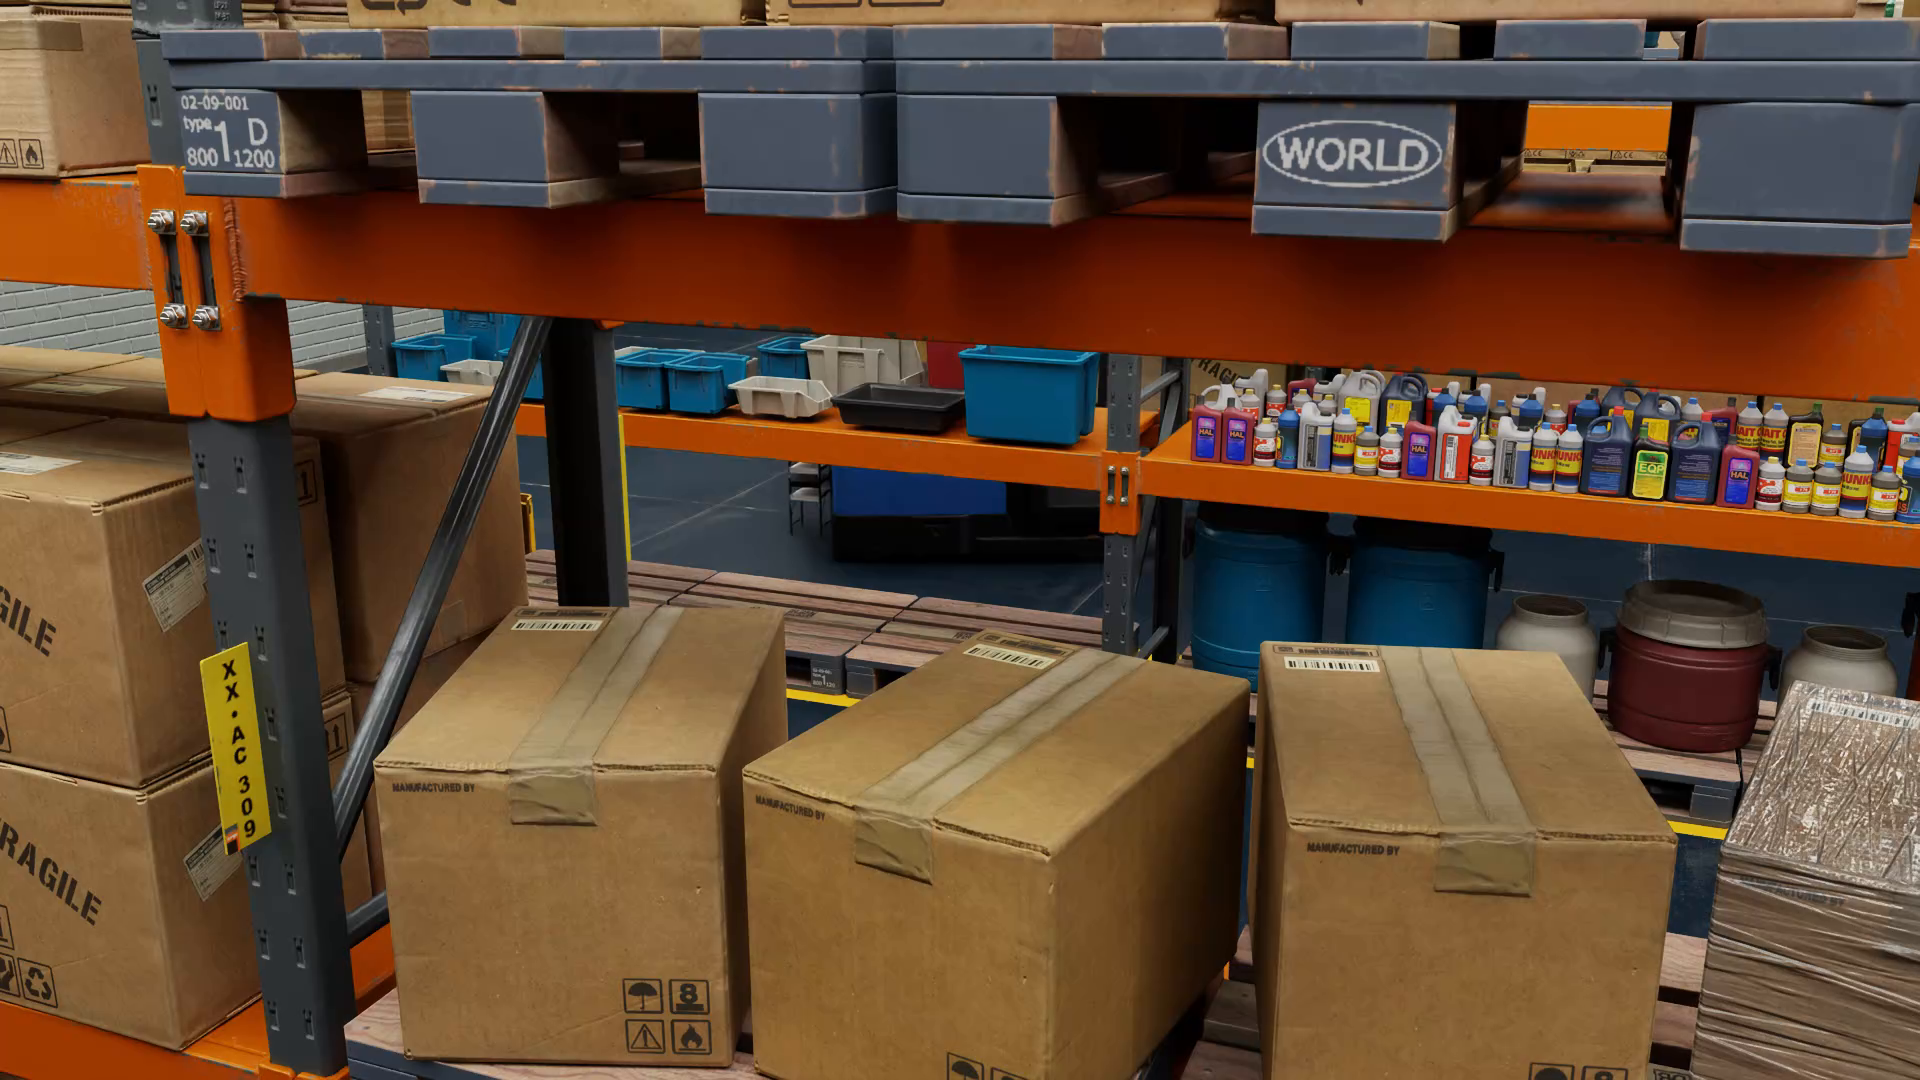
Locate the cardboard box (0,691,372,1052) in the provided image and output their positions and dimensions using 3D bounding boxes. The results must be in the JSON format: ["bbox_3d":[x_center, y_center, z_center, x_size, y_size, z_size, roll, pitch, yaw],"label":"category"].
[{"bbox_3d":[-1.501,0.569,3.153,0.500,0.500,0.500,7,17,22],"label":"cardboard box"}]

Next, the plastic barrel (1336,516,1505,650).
[{"bbox_3d":[2.038,0.256,7.421,0.708,0.901,0.600,6,17,21],"label":"plastic barrel"}]

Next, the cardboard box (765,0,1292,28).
[{"bbox_3d":[0.130,-1.003,2.257,0.600,0.600,0.600,6,17,20],"label":"cardboard box"}]

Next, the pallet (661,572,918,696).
[{"bbox_3d":[-0.958,0.467,8.685,1.213,0.211,1.003,6,17,21],"label":"pallet"}]

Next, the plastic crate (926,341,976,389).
[{"bbox_3d":[0.141,-0.898,8.165,0.583,0.464,0.402,6,17,21],"label":"plastic crate"}]

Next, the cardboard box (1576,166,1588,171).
[{"bbox_3d":[6.017,-3.512,16.022,0.250,0.149,0.380,6,17,19],"label":"cardboard box"}]

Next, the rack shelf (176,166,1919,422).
[{"bbox_3d":[0.919,-0.288,2.197,4.000,0.370,1.077,6,17,21],"label":"rack shelf"}]

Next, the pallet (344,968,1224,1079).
[{"bbox_3d":[-0.238,0.804,2.867,1.213,0.211,1.003,6,17,21],"label":"pallet"}]

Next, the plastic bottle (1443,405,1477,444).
[{"bbox_3d":[2.088,-0.421,6.967,0.135,0.276,0.152,6,17,21],"label":"plastic bottle"}]

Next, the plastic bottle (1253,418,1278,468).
[{"bbox_3d":[1.302,-0.418,7.090,0.097,0.201,0.097,0,16,0],"label":"plastic bottle"}]

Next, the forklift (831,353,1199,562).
[{"bbox_3d":[0.701,-1.419,10.305,3.031,2.935,1.130,-1,16,-3],"label":"forklift"}]

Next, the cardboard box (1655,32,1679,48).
[{"bbox_3d":[4.510,-3.453,10.869,0.637,0.503,0.797,6,17,20],"label":"cardboard box"}]

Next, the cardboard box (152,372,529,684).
[{"bbox_3d":[-1.276,-0.047,3.484,0.500,0.500,0.500,7,18,22],"label":"cardboard box"}]

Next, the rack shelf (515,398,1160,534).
[{"bbox_3d":[-0.981,-0.541,8.449,4.000,0.370,1.077,6,17,21],"label":"rack shelf"}]

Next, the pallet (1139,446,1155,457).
[{"bbox_3d":[2.018,-0.726,12.795,1.213,0.211,1.003,6,17,21],"label":"pallet"}]

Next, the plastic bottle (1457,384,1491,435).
[{"bbox_3d":[2.299,-0.564,7.457,0.135,0.276,0.152,6,17,21],"label":"plastic bottle"}]

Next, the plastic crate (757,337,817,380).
[{"bbox_3d":[-0.837,-0.896,8.574,0.300,0.233,0.416,6,17,21],"label":"plastic crate"}]

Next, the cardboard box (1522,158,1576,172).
[{"bbox_3d":[3.928,-2.360,11.445,0.637,0.503,0.797,6,17,21],"label":"cardboard box"}]

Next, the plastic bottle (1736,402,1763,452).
[{"bbox_3d":[3.359,-0.453,7.084,0.097,0.271,0.097,0,16,0],"label":"plastic bottle"}]

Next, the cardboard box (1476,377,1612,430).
[{"bbox_3d":[4.131,-0.997,11.784,0.875,0.875,1.225,6,17,19],"label":"cardboard box"}]

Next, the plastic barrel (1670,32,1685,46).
[{"bbox_3d":[2.896,-2.123,6.229,0.433,0.535,0.433,0,16,0],"label":"plastic barrel"}]

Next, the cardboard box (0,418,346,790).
[{"bbox_3d":[-1.507,0.089,3.013,0.500,0.500,0.500,6,17,21],"label":"cardboard box"}]

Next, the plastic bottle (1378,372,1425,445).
[{"bbox_3d":[1.974,-0.593,7.425,0.185,0.351,0.144,6,17,21],"label":"plastic bottle"}]

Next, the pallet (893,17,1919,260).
[{"bbox_3d":[0.605,-0.558,2.173,1.003,0.211,1.213,6,17,21],"label":"pallet"}]

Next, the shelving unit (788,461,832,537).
[{"bbox_3d":[-0.969,-0.488,10.741,0.210,0.900,0.258,4,17,13],"label":"shelving unit"}]

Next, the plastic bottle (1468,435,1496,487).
[{"bbox_3d":[2.130,-0.327,6.776,0.097,0.201,0.097,0,16,0],"label":"plastic bottle"}]

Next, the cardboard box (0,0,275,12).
[{"bbox_3d":[-1.493,-0.986,2.682,0.500,0.250,0.500,6,17,21],"label":"cardboard box"}]

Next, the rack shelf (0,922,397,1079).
[{"bbox_3d":[-2.802,0.743,4.025,4.000,0.370,1.077,6,17,21],"label":"rack shelf"}]

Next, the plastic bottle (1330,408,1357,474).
[{"bbox_3d":[1.609,-0.418,6.964,0.097,0.271,0.097,0,16,0],"label":"plastic bottle"}]

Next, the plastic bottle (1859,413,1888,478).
[{"bbox_3d":[3.766,-0.390,6.867,0.097,0.271,0.097,0,16,0],"label":"plastic bottle"}]

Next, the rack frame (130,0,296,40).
[{"bbox_3d":[-0.941,-2.279,2.383,0.127,3.000,1.000,6,17,21],"label":"rack frame"}]

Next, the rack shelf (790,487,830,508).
[{"bbox_3d":[-0.969,-0.283,10.801,0.200,0.077,0.258,4,17,13],"label":"rack shelf"}]

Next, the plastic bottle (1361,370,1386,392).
[{"bbox_3d":[1.855,-0.649,7.619,0.185,0.351,0.144,6,17,21],"label":"plastic bottle"}]

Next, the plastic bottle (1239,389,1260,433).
[{"bbox_3d":[1.336,-0.596,7.703,0.097,0.201,0.097,0,16,0],"label":"plastic bottle"}]

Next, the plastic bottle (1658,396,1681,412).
[{"bbox_3d":[3.027,-0.484,7.181,0.135,0.276,0.152,6,17,21],"label":"plastic bottle"}]

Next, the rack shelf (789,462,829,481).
[{"bbox_3d":[-0.969,-0.456,10.751,0.200,0.077,0.258,4,17,13],"label":"rack shelf"}]

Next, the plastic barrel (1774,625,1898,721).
[{"bbox_3d":[3.581,0.640,6.799,0.421,0.512,0.421,0,16,0],"label":"plastic barrel"}]

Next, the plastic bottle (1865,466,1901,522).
[{"bbox_3d":[3.481,-0.178,6.264,0.097,0.201,0.097,0,16,0],"label":"plastic bottle"}]

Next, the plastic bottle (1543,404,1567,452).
[{"bbox_3d":[2.633,-0.499,7.369,0.097,0.201,0.097,0,16,0],"label":"plastic bottle"}]

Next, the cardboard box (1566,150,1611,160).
[{"bbox_3d":[7.586,-4.849,20.023,0.500,0.500,0.500,6,17,19],"label":"cardboard box"}]

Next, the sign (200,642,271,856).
[{"bbox_3d":[-1.133,0.328,2.612,0.005,0.325,0.100,6,17,21],"label":"sign"}]

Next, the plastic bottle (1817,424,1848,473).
[{"bbox_3d":[3.664,-0.386,6.978,0.097,0.201,0.097,0,16,0],"label":"plastic bottle"}]

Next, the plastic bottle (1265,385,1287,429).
[{"bbox_3d":[1.483,-0.626,7.805,0.097,0.201,0.097,0,16,0],"label":"plastic bottle"}]

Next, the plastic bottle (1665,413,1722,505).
[{"bbox_3d":[2.872,-0.324,6.498,0.185,0.351,0.144,6,17,21],"label":"plastic bottle"}]

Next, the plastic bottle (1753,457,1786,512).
[{"bbox_3d":[3.119,-0.218,6.402,0.097,0.201,0.097,0,16,0],"label":"plastic bottle"}]

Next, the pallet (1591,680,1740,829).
[{"bbox_3d":[2.721,0.871,7.295,1.213,0.211,1.003,6,17,21],"label":"pallet"}]

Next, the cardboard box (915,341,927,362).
[{"bbox_3d":[-0.399,-1.513,13.562,0.875,0.875,0.875,6,17,21],"label":"cardboard box"}]

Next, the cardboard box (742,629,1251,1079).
[{"bbox_3d":[0.080,0.513,2.595,0.500,0.500,0.700,9,19,29],"label":"cardboard box"}]

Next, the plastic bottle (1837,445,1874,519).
[{"bbox_3d":[3.390,-0.222,6.289,0.097,0.271,0.097,0,16,0],"label":"plastic bottle"}]

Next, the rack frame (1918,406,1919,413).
[{"bbox_3d":[6.418,-1.558,10.659,0.127,3.000,1.000,6,17,21],"label":"rack frame"}]

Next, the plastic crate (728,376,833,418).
[{"bbox_3d":[-0.851,-0.685,8.017,0.466,0.136,0.293,6,17,21],"label":"plastic crate"}]

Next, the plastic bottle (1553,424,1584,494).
[{"bbox_3d":[2.436,-0.327,6.651,0.097,0.271,0.097,0,16,0],"label":"plastic bottle"}]

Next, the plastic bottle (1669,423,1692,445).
[{"bbox_3d":[2.885,-0.321,6.609,0.133,0.283,0.061,6,17,21],"label":"plastic bottle"}]

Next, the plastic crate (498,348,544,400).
[{"bbox_3d":[-2.120,-0.862,8.455,0.300,0.233,0.416,6,17,21],"label":"plastic crate"}]

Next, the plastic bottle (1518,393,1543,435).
[{"bbox_3d":[2.486,-0.503,7.258,0.097,0.271,0.097,0,16,0],"label":"plastic bottle"}]

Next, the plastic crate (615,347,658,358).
[{"bbox_3d":[-1.752,-0.924,8.841,0.243,0.136,0.396,6,17,21],"label":"plastic crate"}]

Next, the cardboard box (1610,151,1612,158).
[{"bbox_3d":[7.789,-4.977,20.463,0.500,0.500,0.500,7,18,22],"label":"cardboard box"}]
